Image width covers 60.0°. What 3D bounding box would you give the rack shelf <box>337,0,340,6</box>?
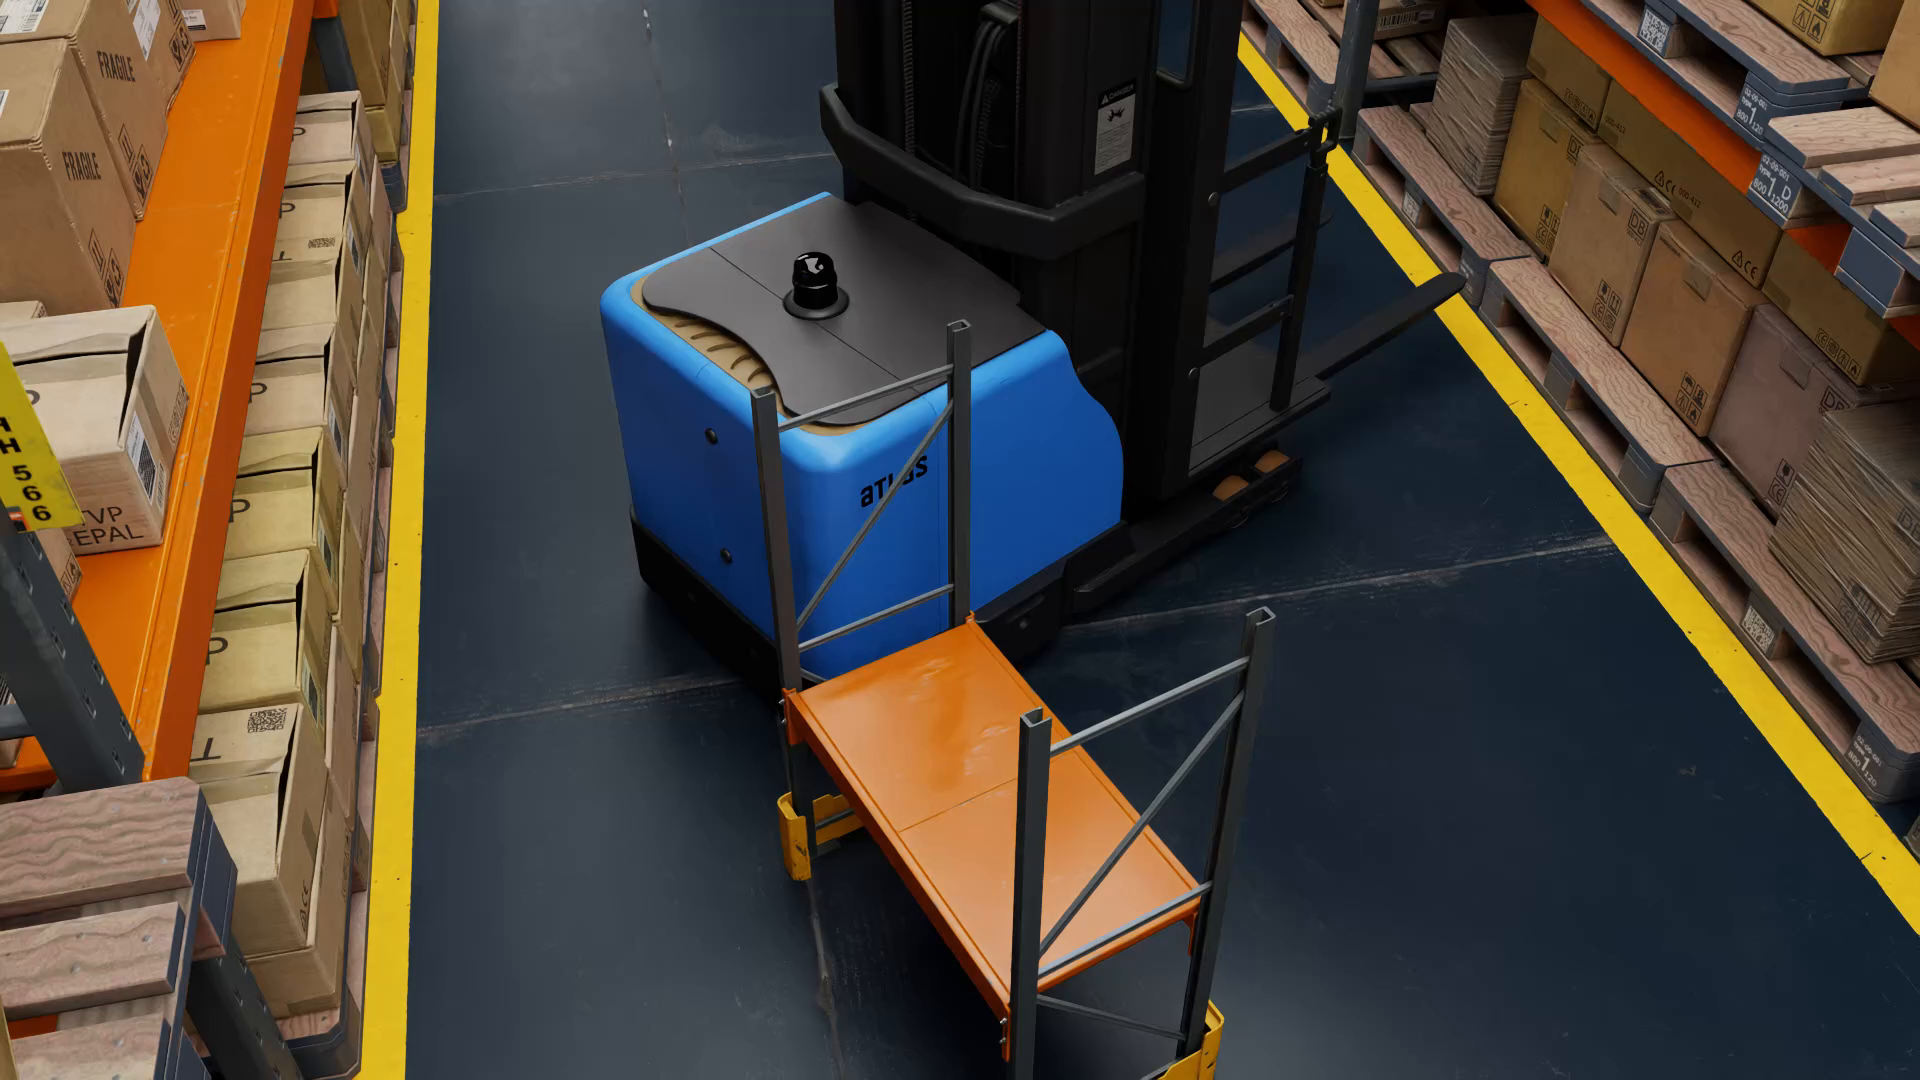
[{"bbox_3d":[-3.161,-3.273,7.219,1.077,0.370,4.000,-8,42,-9],"label":"rack shelf"}]

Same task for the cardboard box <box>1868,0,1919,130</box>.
[{"bbox_3d":[2.712,-1.228,3.967,0.700,0.500,0.500,-12,43,-13],"label":"cardboard box"}]

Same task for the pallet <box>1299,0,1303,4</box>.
[{"bbox_3d":[1.661,-3.137,8.625,1.003,0.211,1.213,-8,42,-9],"label":"pallet"}]

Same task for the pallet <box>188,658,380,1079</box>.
[{"bbox_3d":[-2.005,0.851,4.132,1.003,0.211,1.213,-8,42,-9],"label":"pallet"}]

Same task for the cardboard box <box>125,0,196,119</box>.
[{"bbox_3d":[-2.465,-1.441,4.539,0.500,0.500,0.500,-6,42,-6],"label":"cardboard box"}]

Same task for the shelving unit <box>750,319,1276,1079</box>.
[{"bbox_3d":[0.065,0.482,3.577,0.587,1.500,1.083,-21,46,-22],"label":"shelving unit"}]

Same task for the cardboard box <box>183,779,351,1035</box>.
[{"bbox_3d":[-1.692,0.837,3.802,0.500,0.250,0.500,-8,42,-9],"label":"cardboard box"}]

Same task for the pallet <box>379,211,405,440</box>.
[{"bbox_3d":[-2.532,-0.730,5.914,1.003,0.211,1.213,-8,42,-9],"label":"pallet"}]

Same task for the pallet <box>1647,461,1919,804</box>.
[{"bbox_3d":[2.803,0.171,4.898,1.003,0.211,1.213,-8,42,-9],"label":"pallet"}]

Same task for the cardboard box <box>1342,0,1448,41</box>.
[{"bbox_3d":[1.962,-2.405,7.503,0.380,0.166,0.250,-14,43,-15],"label":"cardboard box"}]

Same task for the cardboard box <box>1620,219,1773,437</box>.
[{"bbox_3d":[2.632,-0.722,5.356,0.700,0.500,0.500,-9,42,-10],"label":"cardboard box"}]

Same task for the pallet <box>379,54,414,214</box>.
[{"bbox_3d":[-2.860,-1.724,7.033,1.003,0.211,1.213,-8,42,-9],"label":"pallet"}]

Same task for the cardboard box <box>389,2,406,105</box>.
[{"bbox_3d":[-2.636,-2.043,7.047,0.500,0.250,0.500,-8,42,-9],"label":"cardboard box"}]

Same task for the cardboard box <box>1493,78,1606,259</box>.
[{"bbox_3d":[2.443,-1.385,6.102,0.700,0.500,0.500,-9,42,-10],"label":"cardboard box"}]

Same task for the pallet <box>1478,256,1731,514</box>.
[{"bbox_3d":[2.543,-0.618,5.787,1.003,0.211,1.213,-8,42,-9],"label":"pallet"}]

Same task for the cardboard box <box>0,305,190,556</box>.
[{"bbox_3d":[-1.869,-0.227,3.313,0.500,0.311,0.500,-9,42,-10],"label":"cardboard box"}]

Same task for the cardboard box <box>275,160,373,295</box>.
[{"bbox_3d":[-2.243,-1.026,5.479,0.500,0.311,0.500,-7,42,-8],"label":"cardboard box"}]

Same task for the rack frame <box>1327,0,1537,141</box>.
[{"bbox_3d":[2.107,-2.958,6.322,1.000,3.000,0.127,-8,42,-9],"label":"rack frame"}]

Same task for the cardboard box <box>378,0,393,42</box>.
[{"bbox_3d":[-2.639,-2.323,6.797,0.500,0.500,0.500,-8,42,-9],"label":"cardboard box"}]

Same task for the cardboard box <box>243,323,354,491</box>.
[{"bbox_3d":[-2.033,-0.376,4.746,0.500,0.311,0.500,-9,42,-10],"label":"cardboard box"}]

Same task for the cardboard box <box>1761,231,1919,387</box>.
[{"bbox_3d":[2.702,-0.713,4.780,0.500,0.250,0.500,-8,42,-8],"label":"cardboard box"}]

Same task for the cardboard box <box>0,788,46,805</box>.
[{"bbox_3d":[-2.219,0.705,3.529,0.500,0.311,0.500,-7,42,-8],"label":"cardboard box"}]

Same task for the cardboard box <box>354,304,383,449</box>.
[{"bbox_3d":[-2.138,-0.487,5.294,0.500,0.250,0.500,-7,42,-8],"label":"cardboard box"}]

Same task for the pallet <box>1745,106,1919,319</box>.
[{"bbox_3d":[2.713,-0.740,3.968,1.213,0.211,1.003,-8,42,-9],"label":"pallet"}]

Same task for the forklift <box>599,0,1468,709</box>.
[{"bbox_3d":[0.468,-1.370,4.585,3.031,2.935,1.130,-30,50,-30],"label":"forklift"}]

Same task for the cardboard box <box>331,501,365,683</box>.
[{"bbox_3d":[-1.919,0.175,4.548,0.500,0.250,0.500,-9,42,-10],"label":"cardboard box"}]

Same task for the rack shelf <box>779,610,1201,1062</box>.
[{"bbox_3d":[0.060,0.611,3.703,0.538,0.185,1.000,-21,46,-22],"label":"rack shelf"}]

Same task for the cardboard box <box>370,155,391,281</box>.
[{"bbox_3d":[-2.356,-1.147,6.037,0.500,0.250,0.500,-9,42,-10],"label":"cardboard box"}]

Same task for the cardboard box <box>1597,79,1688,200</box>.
[{"bbox_3d":[2.497,-1.371,5.522,0.500,0.250,0.500,-9,42,-11],"label":"cardboard box"}]

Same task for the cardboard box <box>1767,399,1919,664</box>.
[{"bbox_3d":[2.764,-0.054,4.602,0.700,0.500,0.500,-8,42,-9],"label":"cardboard box"}]

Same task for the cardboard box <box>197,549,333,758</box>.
[{"bbox_3d":[-1.813,0.288,3.998,0.500,0.311,0.500,-9,42,-10],"label":"cardboard box"}]

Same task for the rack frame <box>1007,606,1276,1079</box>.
[{"bbox_3d":[0.319,0.767,3.256,0.500,1.500,0.032,-21,46,-22],"label":"rack frame"}]

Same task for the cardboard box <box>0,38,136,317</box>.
[{"bbox_3d":[-2.244,-0.775,3.788,0.500,0.500,0.500,-10,43,-12],"label":"cardboard box"}]

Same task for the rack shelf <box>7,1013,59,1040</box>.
[{"bbox_3d":[-1.434,1.913,1.377,1.077,0.370,4.000,-8,42,-9],"label":"rack shelf"}]

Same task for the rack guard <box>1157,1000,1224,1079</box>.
[{"bbox_3d":[0.318,1.234,3.672,0.587,0.250,0.087,-21,46,-22],"label":"rack guard"}]
